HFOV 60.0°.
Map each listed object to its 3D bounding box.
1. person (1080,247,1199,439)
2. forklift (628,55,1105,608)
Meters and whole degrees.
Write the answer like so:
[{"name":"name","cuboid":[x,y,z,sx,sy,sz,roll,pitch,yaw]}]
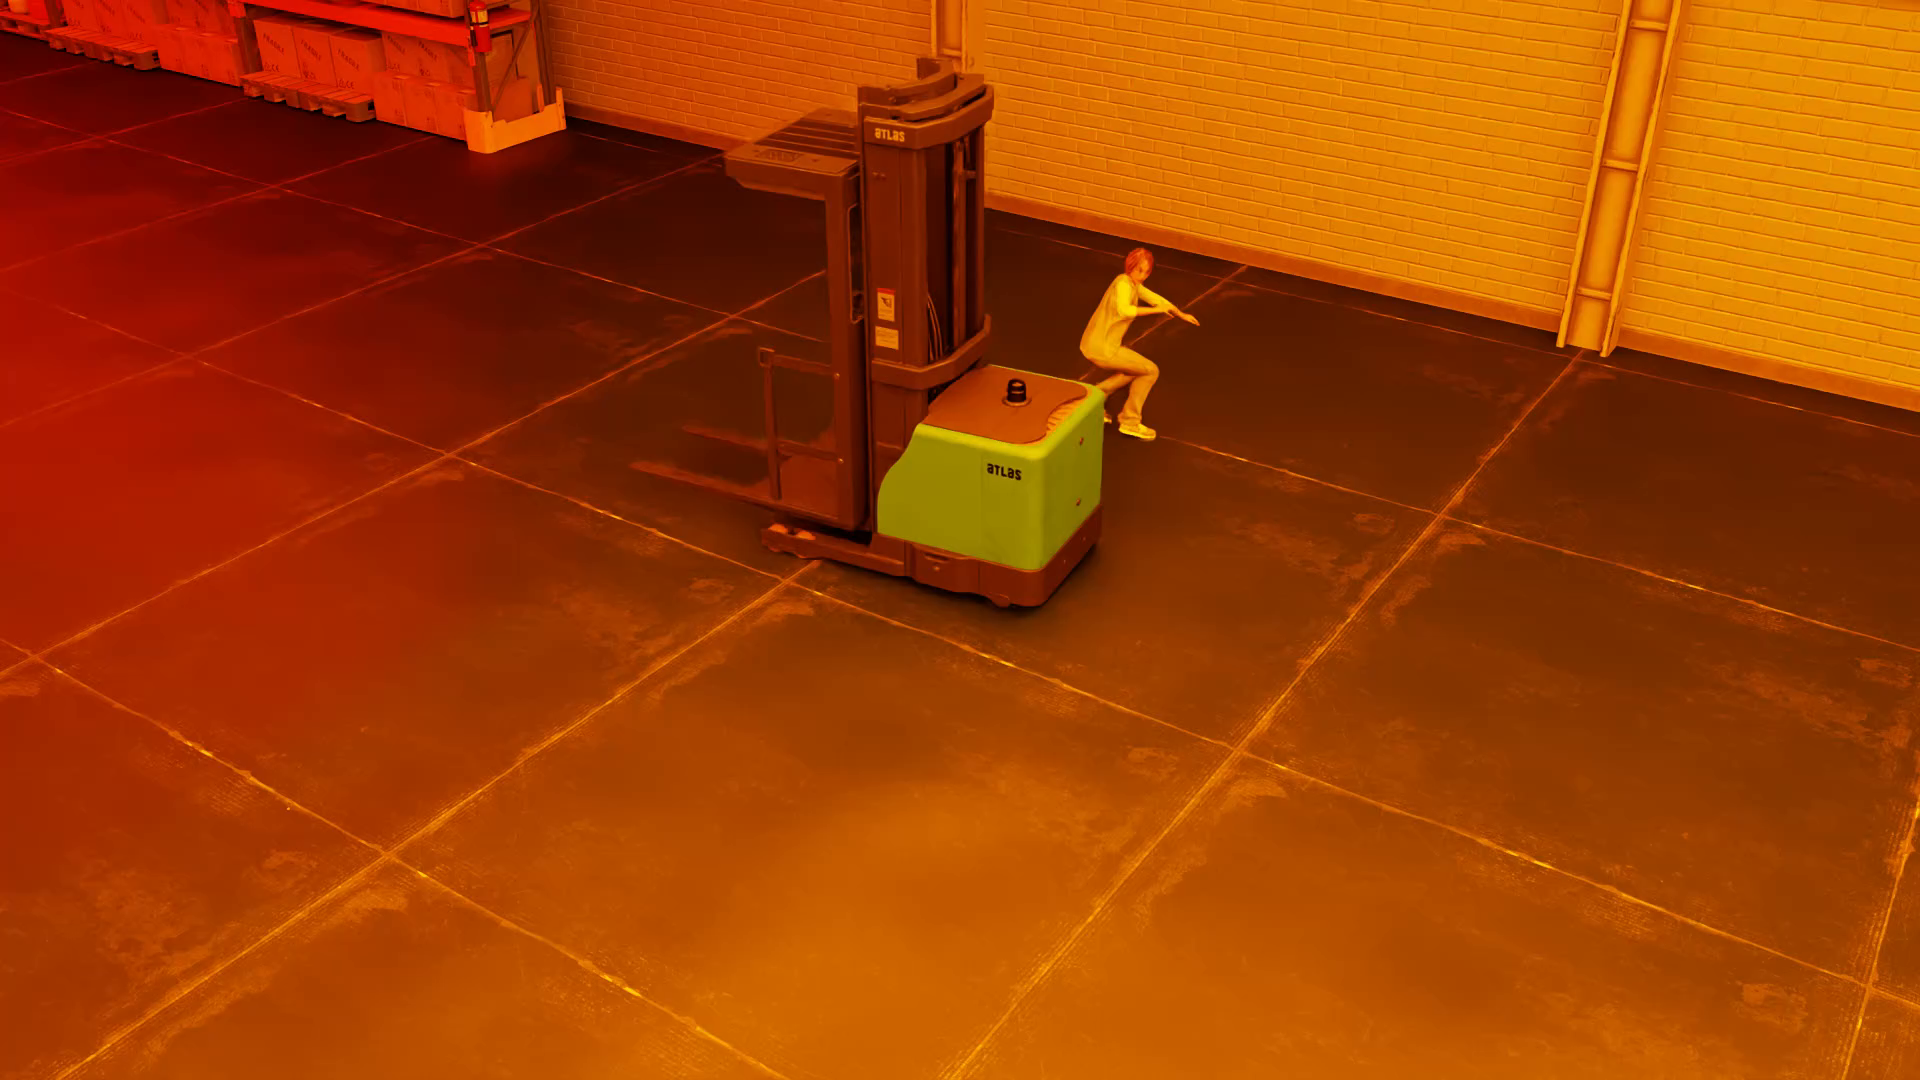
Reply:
[{"name":"person","cuboid":[1.275,-1.362,11.530,0.882,1.326,0.680,-3,30,-5]},{"name":"forklift","cuboid":[-0.672,-1.373,9.945,3.031,2.935,1.130,14,33,23]}]
